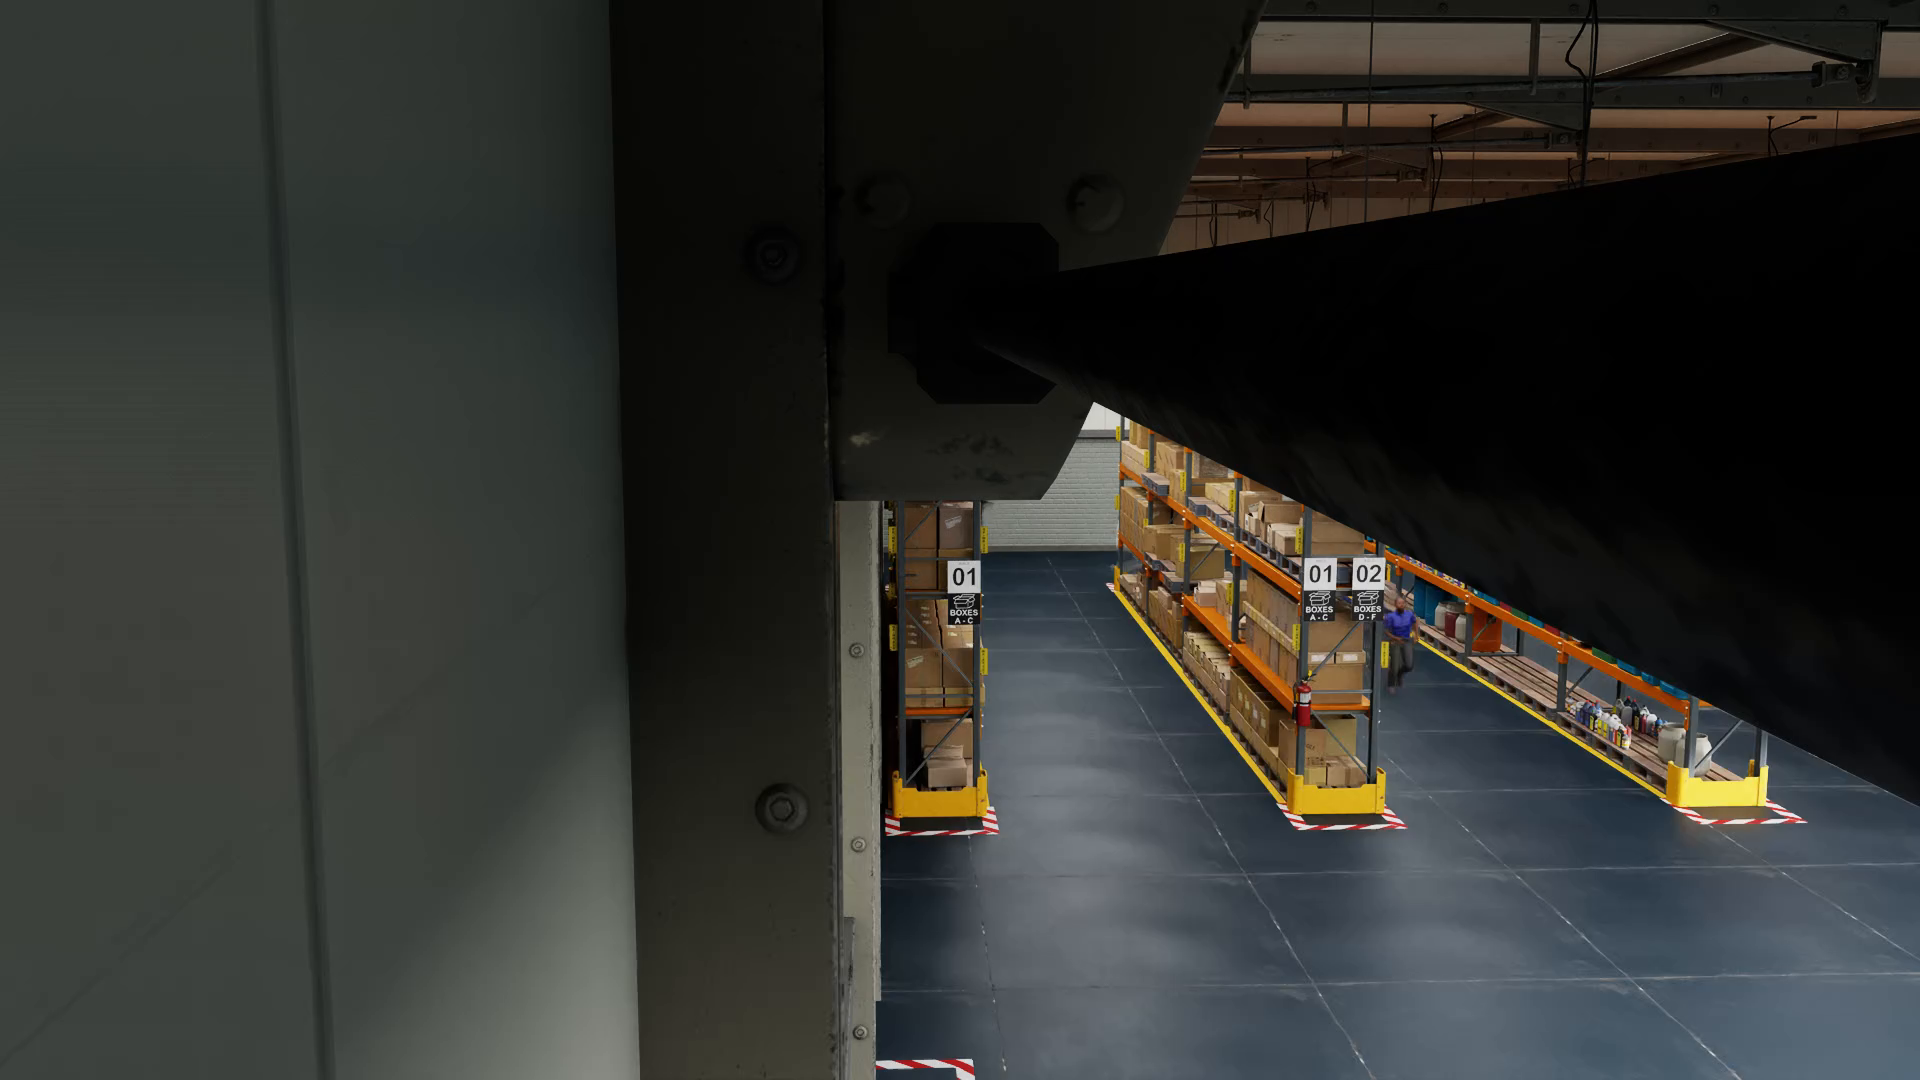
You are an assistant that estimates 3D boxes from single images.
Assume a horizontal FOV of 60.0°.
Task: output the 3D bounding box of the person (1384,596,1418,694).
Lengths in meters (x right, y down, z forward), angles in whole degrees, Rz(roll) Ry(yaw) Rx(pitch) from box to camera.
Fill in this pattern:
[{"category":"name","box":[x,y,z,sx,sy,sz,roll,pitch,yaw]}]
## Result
[{"category":"person","box":[7.100,1.703,26.723,0.602,1.614,0.684,0,8,-2]}]
